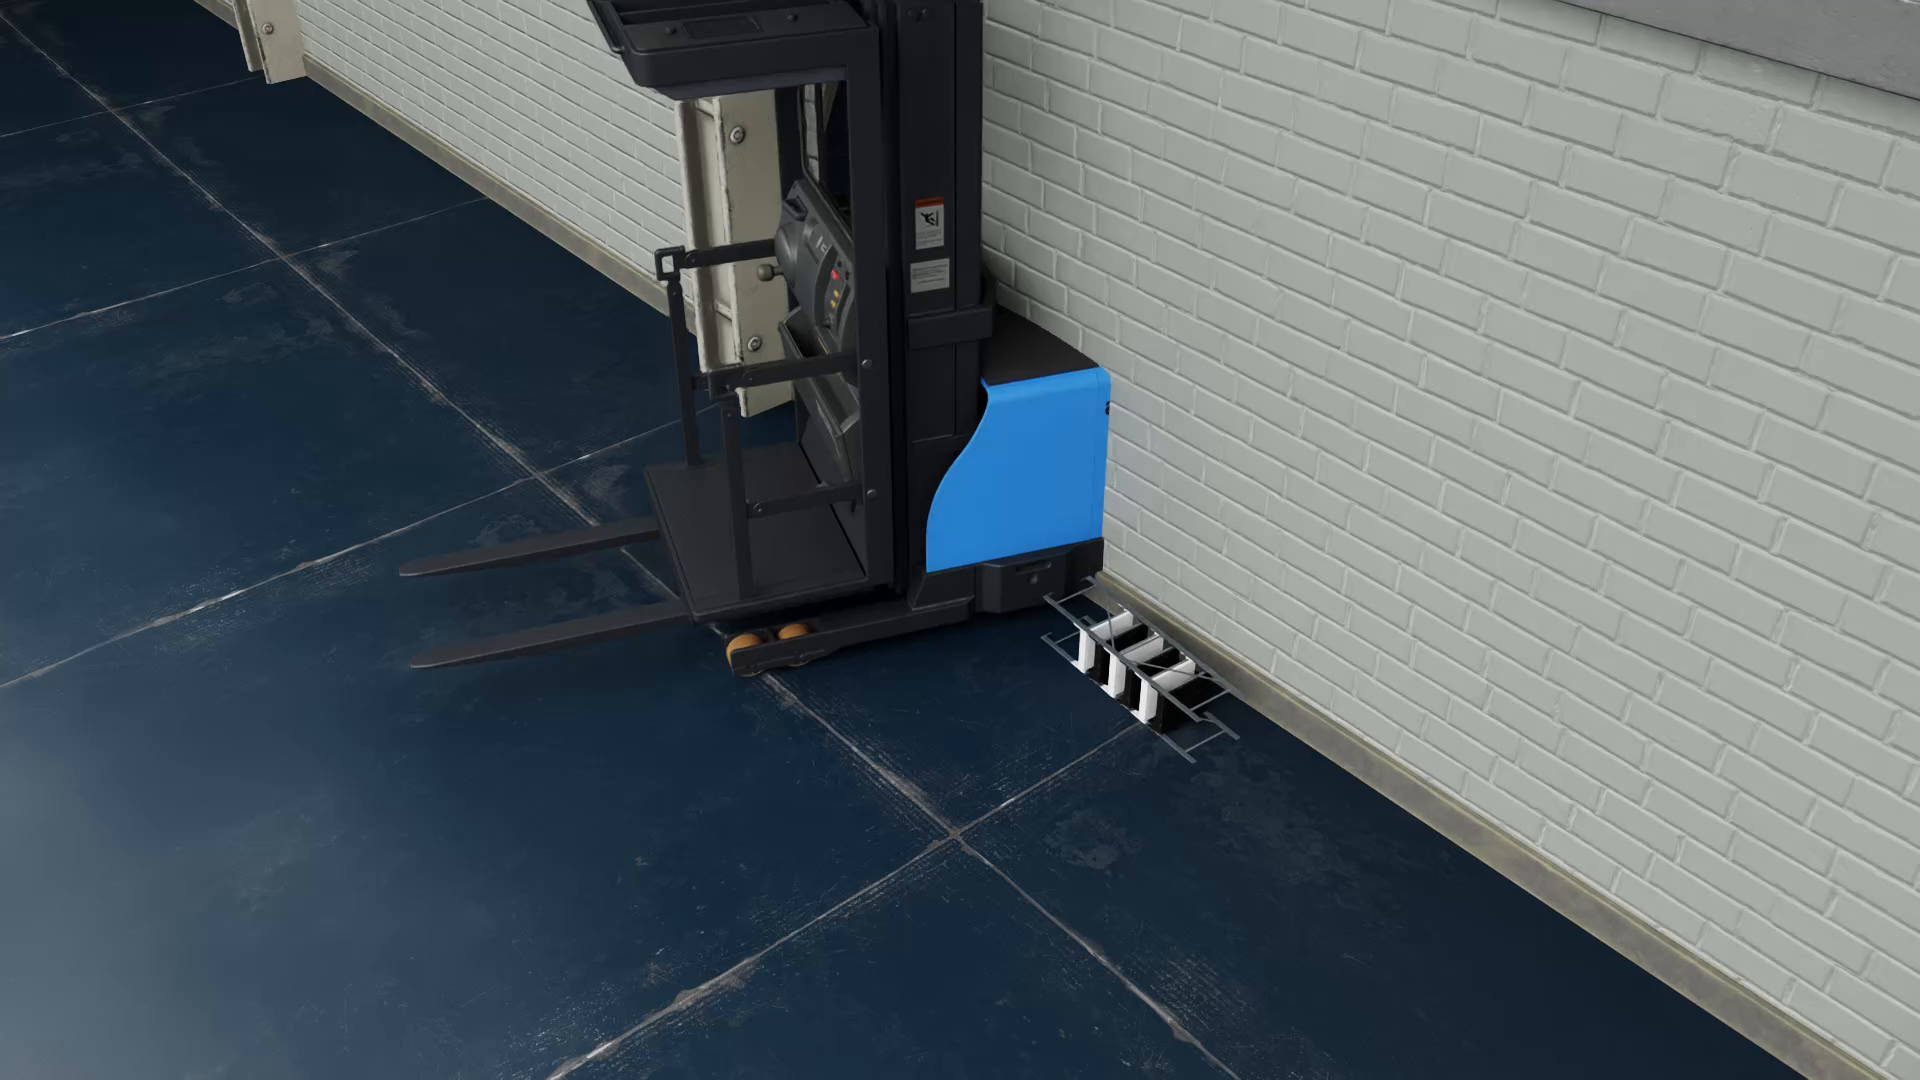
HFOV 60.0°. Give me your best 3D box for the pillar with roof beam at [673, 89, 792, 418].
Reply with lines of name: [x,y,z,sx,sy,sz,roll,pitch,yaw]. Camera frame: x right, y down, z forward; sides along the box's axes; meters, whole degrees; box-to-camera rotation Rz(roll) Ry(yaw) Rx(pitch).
pillar with roof beam: [-4.339,-2.804,3.423,9.100,9.000,0.400,-26,43,-32]

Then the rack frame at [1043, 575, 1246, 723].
rack frame: [0.687,0.399,6.322,0.240,0.006,0.900,-23,42,-29]

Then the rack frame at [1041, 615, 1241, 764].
rack frame: [0.686,0.564,6.441,0.240,0.006,0.900,-23,42,-29]

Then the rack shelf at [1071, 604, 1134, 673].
rack shelf: [0.562,0.380,6.522,0.258,0.200,0.077,-23,42,-29]

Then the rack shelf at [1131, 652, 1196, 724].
rack shelf: [0.772,0.551,6.285,0.258,0.200,0.077,-23,42,-29]

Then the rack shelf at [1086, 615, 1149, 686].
rack shelf: [0.614,0.423,6.463,0.258,0.200,0.077,-23,42,-29]

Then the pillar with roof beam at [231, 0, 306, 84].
pillar with roof beam: [-8.211,-5.453,7.164,9.100,9.000,0.400,-26,43,-32]

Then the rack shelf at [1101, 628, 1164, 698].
rack shelf: [0.667,0.466,6.403,0.258,0.200,0.077,-23,42,-29]

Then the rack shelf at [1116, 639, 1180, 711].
rack shelf: [0.720,0.509,6.344,0.258,0.200,0.077,-23,42,-29]

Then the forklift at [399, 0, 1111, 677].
forklift: [-0.723,-1.007,6.136,3.031,2.935,1.130,-11,37,-15]

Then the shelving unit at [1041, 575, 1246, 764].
shelving unit: [0.686,0.482,6.382,0.258,0.210,0.900,-23,42,-29]

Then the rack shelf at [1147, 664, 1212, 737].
rack shelf: [0.825,0.594,6.226,0.258,0.200,0.077,-23,42,-29]
